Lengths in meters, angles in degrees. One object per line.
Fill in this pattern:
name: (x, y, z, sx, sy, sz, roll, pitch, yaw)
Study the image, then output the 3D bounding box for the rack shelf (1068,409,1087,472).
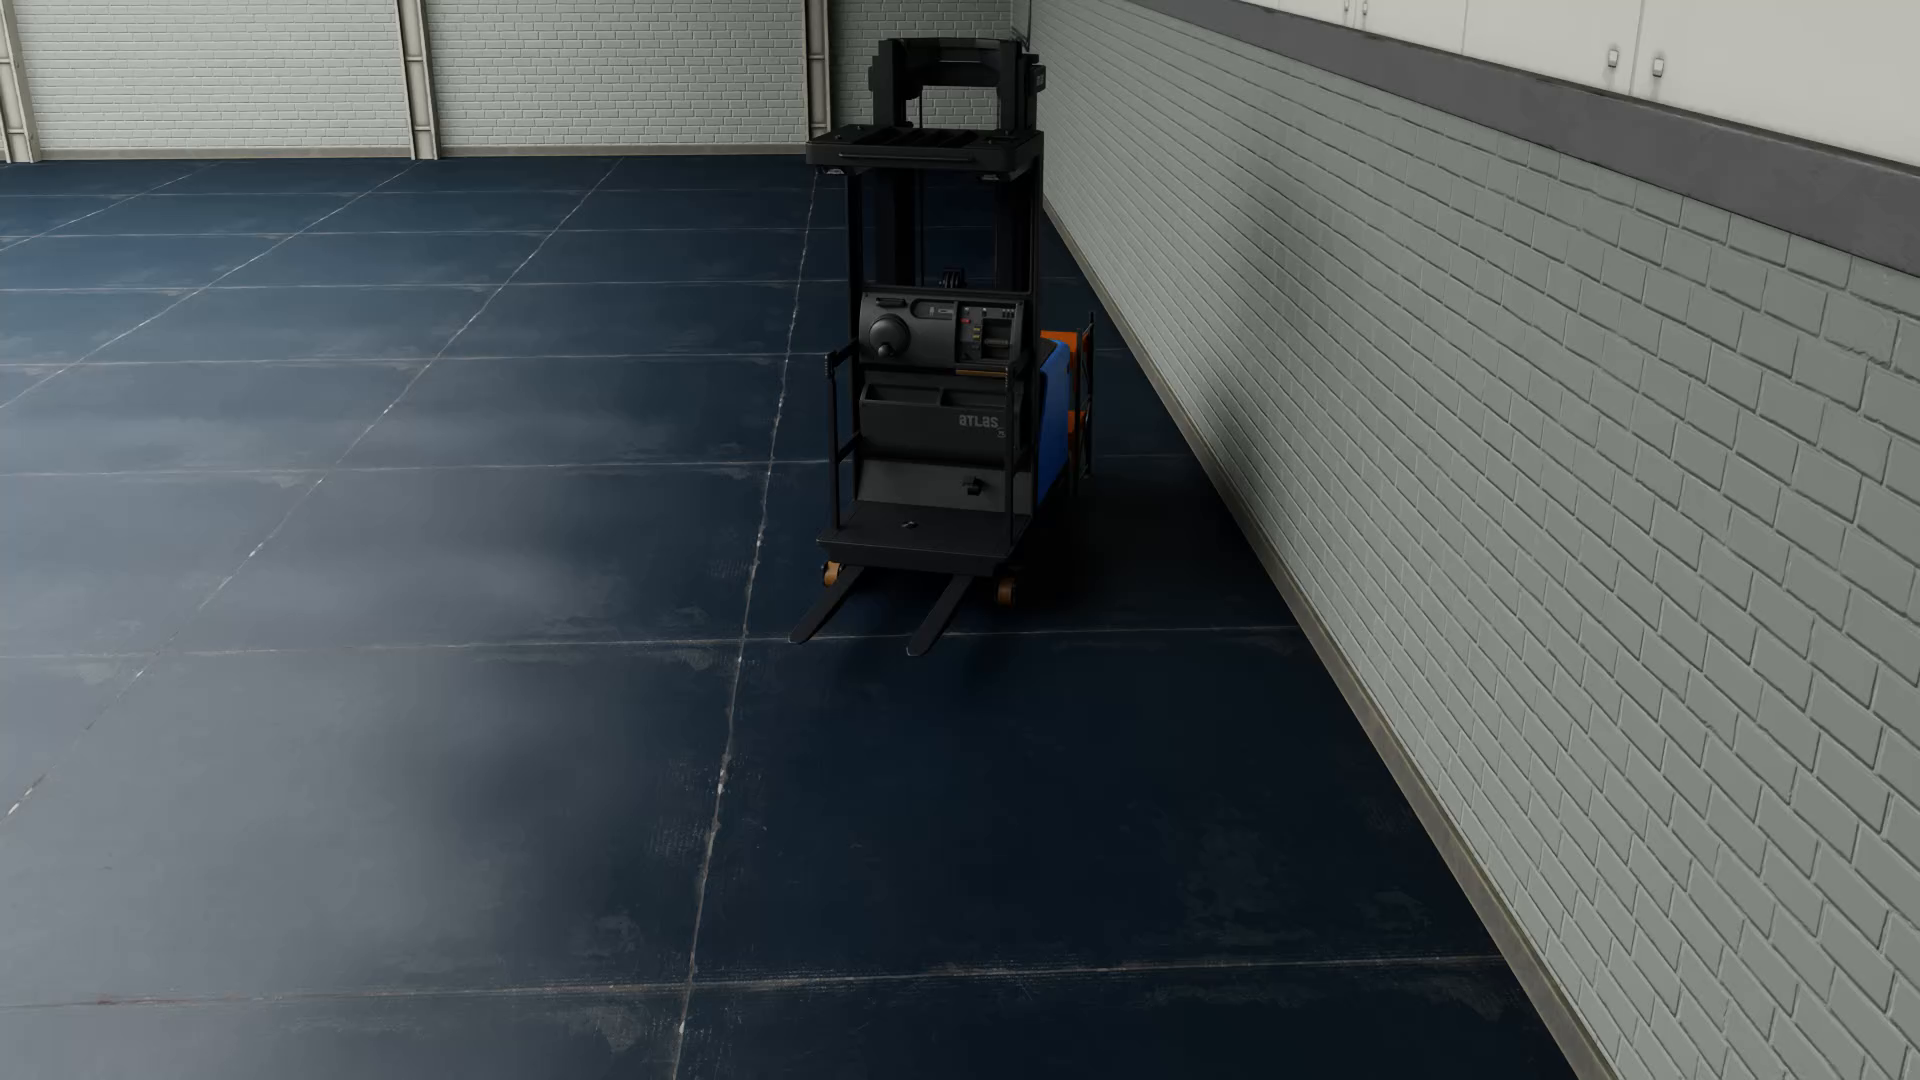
rack shelf: (0.319, -0.704, 11.075, 1.000, 0.278, 0.538, 5, 21, 14)

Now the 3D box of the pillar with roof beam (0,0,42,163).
pillar with roof beam: (-13.923, -8.416, 19.580, 0.400, 9.000, 9.100, -1, 21, -3)

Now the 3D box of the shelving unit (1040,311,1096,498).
shelving unit: (0.319, -0.932, 10.988, 1.048, 1.125, 0.538, 5, 21, 14)

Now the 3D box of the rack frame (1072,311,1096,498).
rack frame: (0.811, -0.887, 10.869, 0.032, 1.125, 0.500, 5, 21, 14)

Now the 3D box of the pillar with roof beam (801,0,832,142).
pillar with roof beam: (-1.943, -8.660, 20.220, 0.400, 9.000, 9.100, -1, 21, -3)

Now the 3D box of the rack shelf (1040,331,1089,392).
rack shelf: (0.319, -1.206, 10.884, 1.000, 0.278, 0.538, 5, 21, 14)

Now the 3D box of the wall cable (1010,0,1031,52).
wall cable: (0.828, -8.328, 23.712, 0.112, 2.526, 3.097, -1, 21, -3)

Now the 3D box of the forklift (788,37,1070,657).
forklift: (-0.153, -1.152, 9.028, 1.130, 2.935, 3.031, 5, 21, 13)

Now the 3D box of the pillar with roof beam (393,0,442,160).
pillar with roof beam: (-7.933, -8.538, 19.900, 0.400, 9.000, 9.100, -1, 21, -3)
